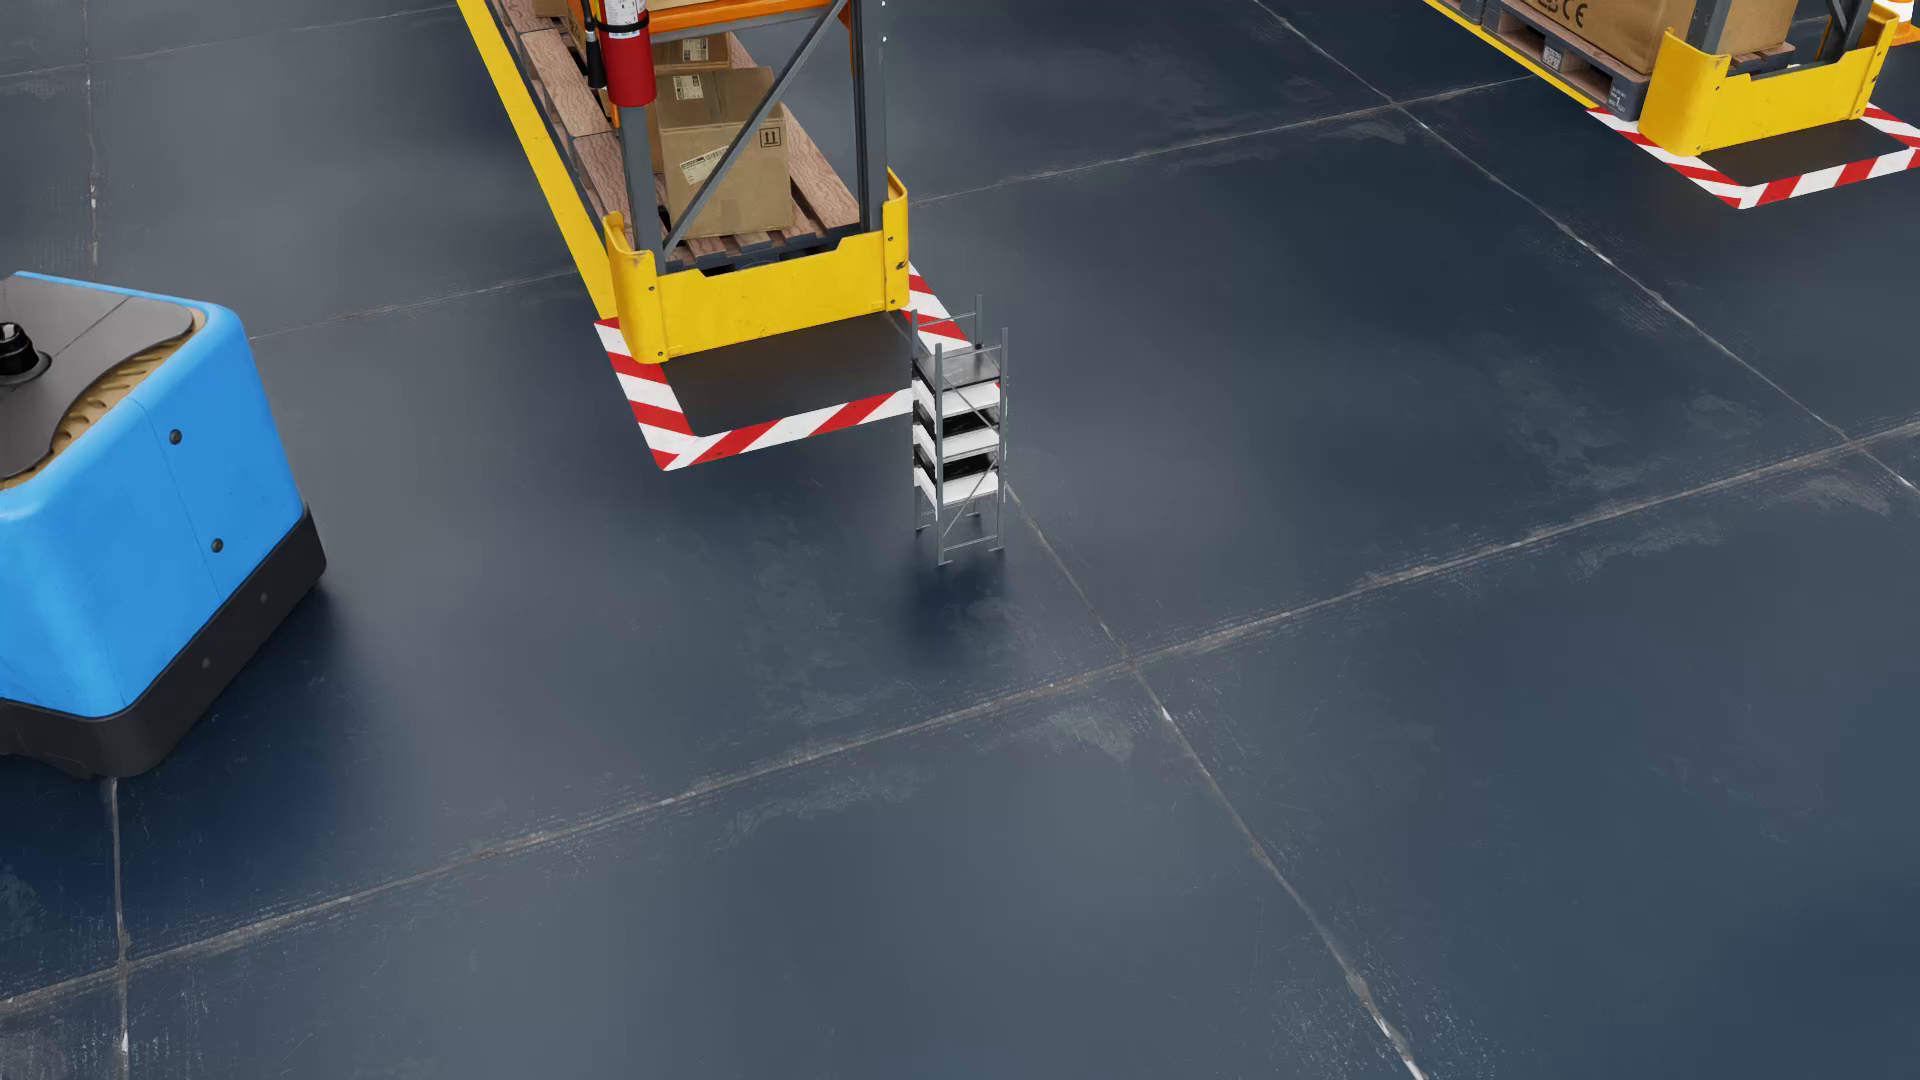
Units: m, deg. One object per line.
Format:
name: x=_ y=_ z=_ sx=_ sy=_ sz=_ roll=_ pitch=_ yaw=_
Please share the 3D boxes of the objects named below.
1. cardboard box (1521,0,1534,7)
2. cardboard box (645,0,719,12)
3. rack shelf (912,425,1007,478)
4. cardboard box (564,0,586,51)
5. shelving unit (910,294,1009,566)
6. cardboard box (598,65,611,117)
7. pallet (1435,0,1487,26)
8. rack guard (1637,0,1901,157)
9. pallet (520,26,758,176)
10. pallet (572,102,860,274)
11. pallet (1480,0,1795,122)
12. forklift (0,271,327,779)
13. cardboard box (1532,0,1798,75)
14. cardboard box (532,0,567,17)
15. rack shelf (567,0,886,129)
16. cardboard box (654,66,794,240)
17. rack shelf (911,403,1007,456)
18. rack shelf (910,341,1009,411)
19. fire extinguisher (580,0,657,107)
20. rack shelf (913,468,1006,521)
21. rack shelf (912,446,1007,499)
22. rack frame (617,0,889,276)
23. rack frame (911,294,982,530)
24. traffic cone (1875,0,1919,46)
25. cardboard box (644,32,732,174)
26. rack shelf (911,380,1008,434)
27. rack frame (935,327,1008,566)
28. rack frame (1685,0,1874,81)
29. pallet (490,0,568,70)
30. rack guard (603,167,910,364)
cardboard box: x=3.197 y=-3.472 z=8.795 sx=0.875 sy=0.875 sz=0.875 roll=-16 pitch=43 yaw=-18
cardboard box: x=-1.065 y=-2.046 z=6.021 sx=0.380 sy=0.149 sz=0.250 roll=-15 pitch=43 yaw=-17
rack shelf: x=-0.003 y=-0.321 z=5.484 sx=0.258 sy=0.077 sz=0.200 roll=-15 pitch=43 yaw=-17
cardboard box: x=-1.643 y=-2.693 z=8.176 sx=0.500 sy=0.500 sz=0.500 roll=-19 pitch=44 yaw=-21
shelving unit: x=-0.003 y=-0.346 z=5.462 sx=0.258 sy=0.900 sz=0.210 roll=-15 pitch=43 yaw=-17
cardboard box: x=-1.471 y=-2.346 z=7.772 sx=0.500 sy=0.500 sz=0.500 roll=-11 pitch=42 yaw=-13
pallet: x=3.015 y=-3.336 z=9.467 sx=1.003 sy=0.211 sz=1.213 roll=-15 pitch=43 yaw=-17
rack guard: x=3.865 y=-2.235 z=7.966 sx=1.175 sy=0.500 sz=0.348 roll=-15 pitch=43 yaw=-17
pallet: x=-1.535 y=-2.241 z=8.194 sx=1.003 sy=0.211 sz=1.213 roll=-15 pitch=43 yaw=-17
pallet: x=-1.072 y=-1.507 z=7.341 sx=1.003 sy=0.211 sz=1.213 roll=-15 pitch=43 yaw=-17
pallet: x=3.478 y=-2.602 z=8.614 sx=1.003 sy=0.211 sz=1.213 roll=-15 pitch=43 yaw=-17
forklift: x=-3.683 y=-0.946 z=4.602 sx=3.031 sy=2.935 sz=1.130 roll=10 pitch=42 yaw=12
cardboard box: x=3.535 y=-2.943 z=8.179 sx=0.875 sy=0.875 sz=0.875 roll=-15 pitch=43 yaw=-17
cardboard box: x=-1.953 y=-3.048 z=8.589 sx=0.500 sy=0.500 sz=0.500 roll=-3 pitch=41 yaw=-3
rack shelf: x=-1.530 y=-2.953 z=7.435 sx=1.077 sy=0.370 sz=4.000 roll=-15 pitch=43 yaw=-17
cardboard box: x=-0.989 y=-1.612 z=6.920 sx=0.500 sy=0.500 sz=0.500 roll=-8 pitch=41 yaw=-9
rack shelf: x=-0.003 y=-0.389 z=5.425 sx=0.258 sy=0.077 sz=0.200 roll=-15 pitch=43 yaw=-17
rack shelf: x=-0.003 y=-0.526 z=5.308 sx=0.258 sy=0.077 sz=0.200 roll=-15 pitch=43 yaw=-17
fire extinguisher: x=-1.147 y=-1.807 z=5.611 sx=0.296 sy=0.674 sz=0.183 roll=-15 pitch=43 yaw=-17
rack shelf: x=-0.003 y=-0.184 z=5.601 sx=0.258 sy=0.077 sz=0.200 roll=-15 pitch=43 yaw=-17
rack shelf: x=-0.003 y=-0.253 z=5.543 sx=0.258 sy=0.077 sz=0.200 roll=-15 pitch=43 yaw=-17
rack frame: x=-0.765 y=-2.021 z=5.799 sx=1.000 sy=3.000 sz=0.127 roll=-15 pitch=43 yaw=-17
rack frame: x=-0.042 y=-0.407 z=5.534 sx=0.240 sy=0.900 sz=0.006 roll=-15 pitch=43 yaw=-17
traffic cone: x=4.965 y=-2.909 z=8.778 sx=0.336 sy=0.463 sz=0.334 roll=-15 pitch=43 yaw=-17
cardboard box: x=-1.249 y=-1.964 z=7.328 sx=0.500 sy=0.500 sz=0.500 roll=-5 pitch=41 yaw=-6
rack shelf: x=-0.003 y=-0.457 z=5.367 sx=0.258 sy=0.077 sz=0.200 roll=-15 pitch=43 yaw=-17
rack frame: x=0.036 y=-0.285 z=5.391 sx=0.240 sy=0.900 sz=0.006 roll=-15 pitch=43 yaw=-17
rack frame: x=3.856 y=-3.197 z=7.167 sx=1.000 sy=3.000 sz=0.127 roll=-15 pitch=43 yaw=-17
pallet: x=-2.006 y=-2.977 z=9.050 sx=1.003 sy=0.211 sz=1.213 roll=-15 pitch=43 yaw=-17
rack guard: x=-0.794 y=-1.119 z=6.667 sx=1.175 sy=0.500 sz=0.348 roll=-15 pitch=43 yaw=-17
